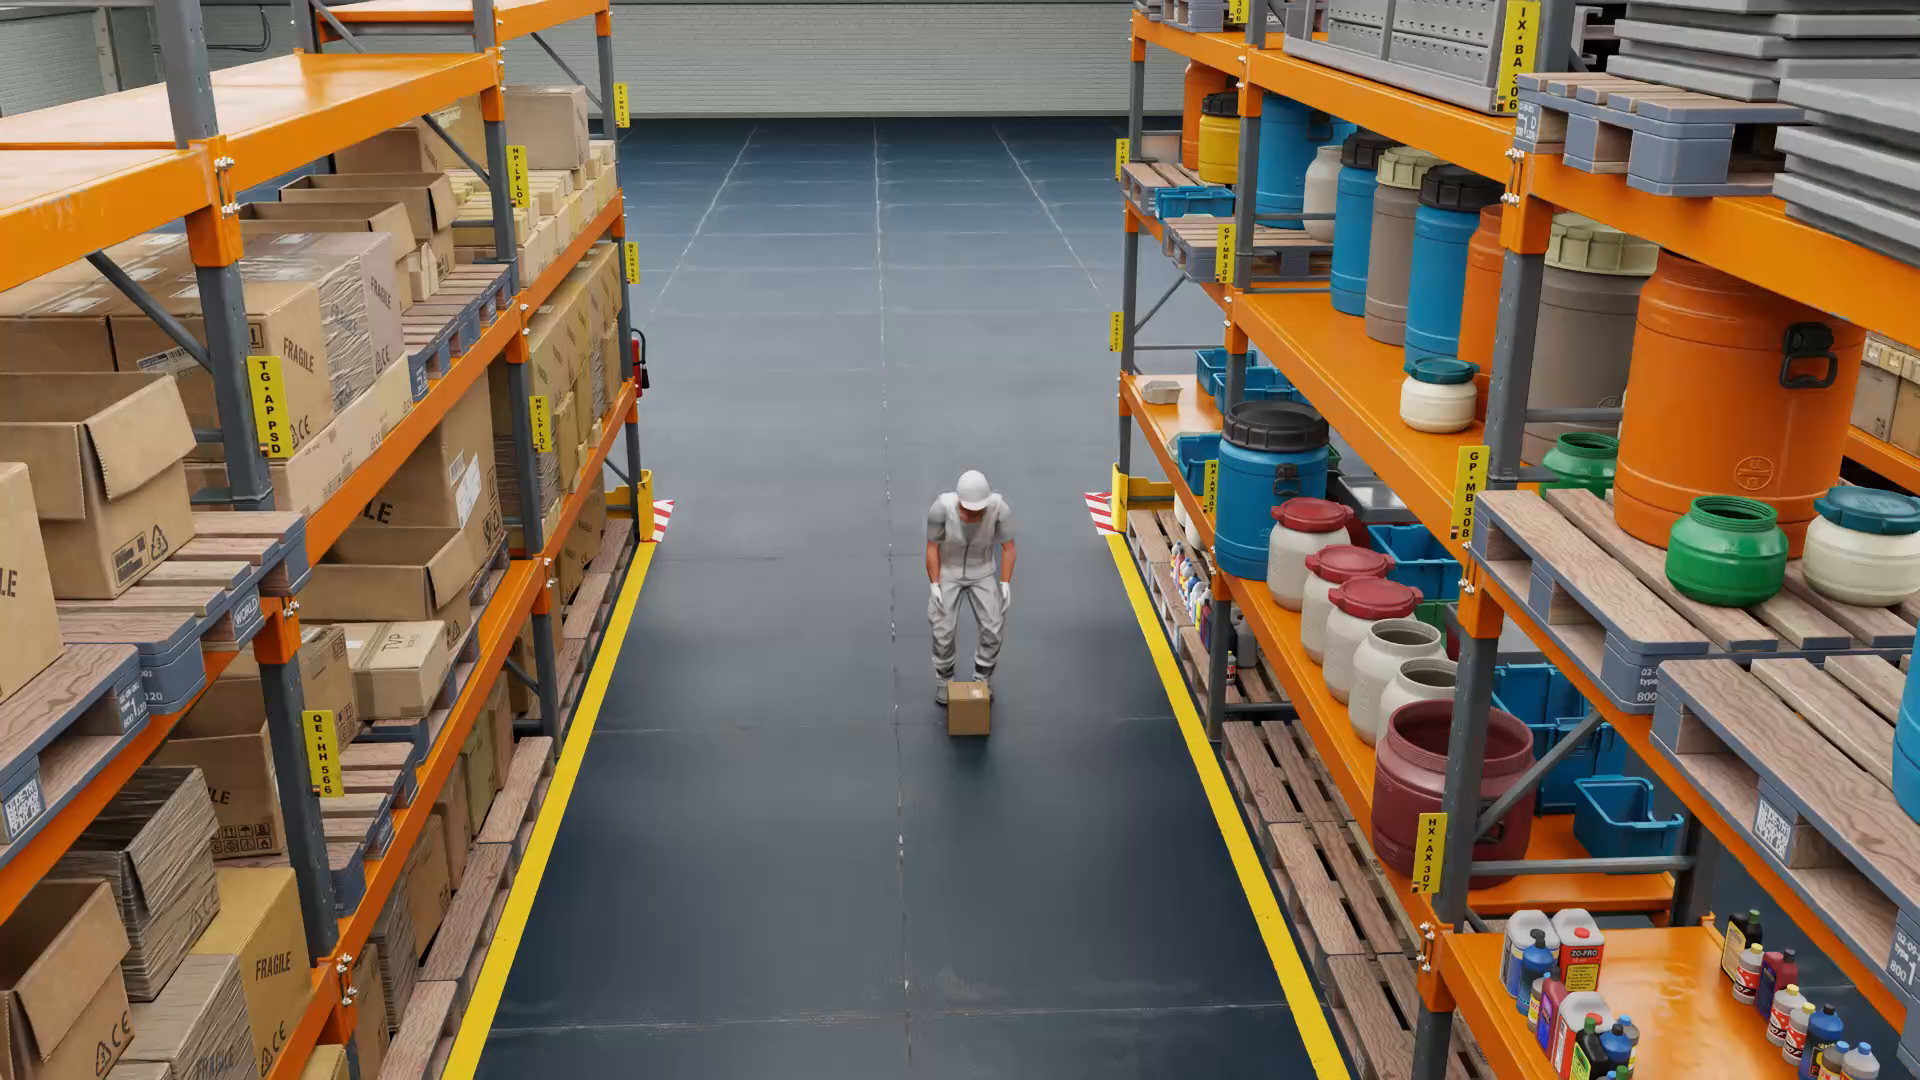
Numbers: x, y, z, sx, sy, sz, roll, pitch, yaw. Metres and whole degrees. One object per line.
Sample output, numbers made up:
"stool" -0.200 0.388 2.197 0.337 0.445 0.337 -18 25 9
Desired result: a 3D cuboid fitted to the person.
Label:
"person" 0.067 0.273 10.570 0.570 1.604 0.624 -1 20 -2
